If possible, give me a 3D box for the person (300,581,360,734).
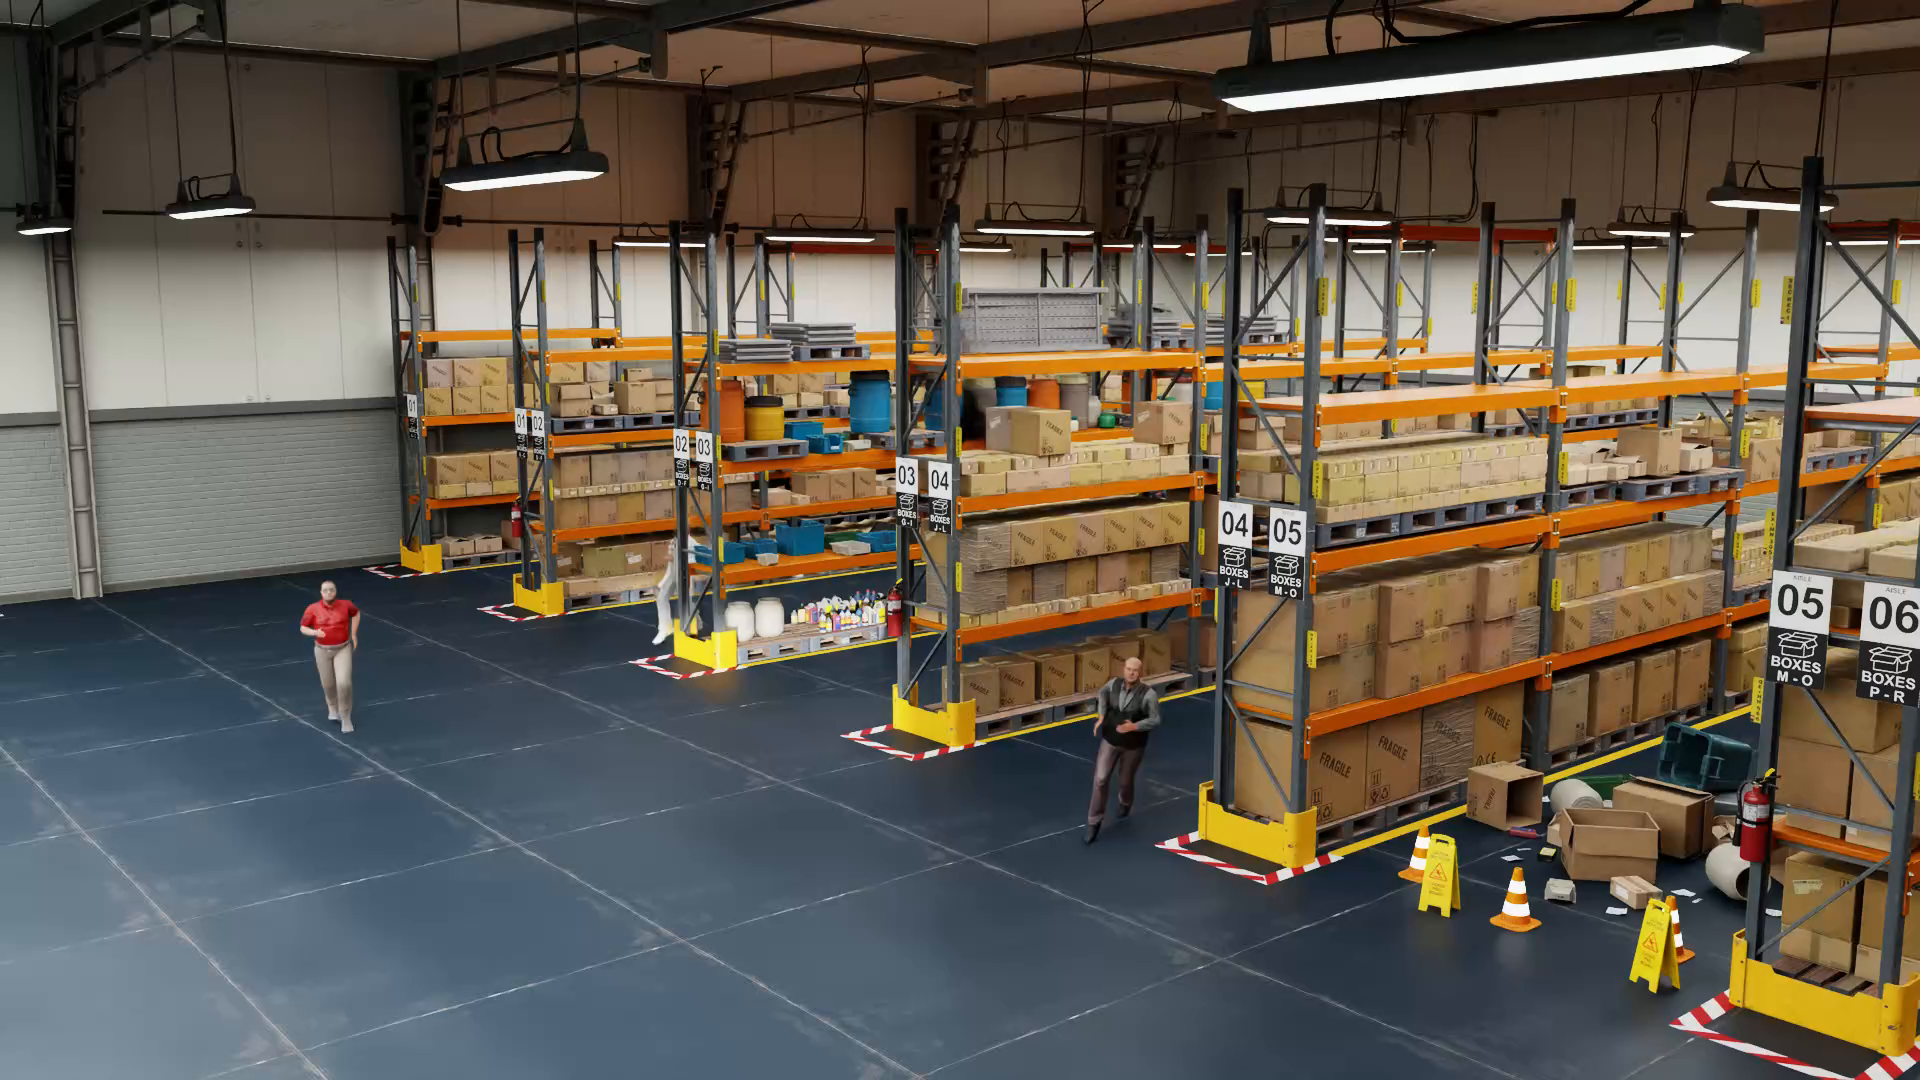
[{"bbox_3d":[-7.329,1.354,19.404,0.642,1.792,0.800,-3,9,-16],"label":"person"}]

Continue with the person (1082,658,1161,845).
[{"bbox_3d":[1.578,1.936,15.665,0.667,1.722,0.922,3,9,20],"label":"person"}]

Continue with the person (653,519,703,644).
[{"bbox_3d":[-4.047,0.590,24.138,0.673,1.798,0.813,7,11,36],"label":"person"}]
